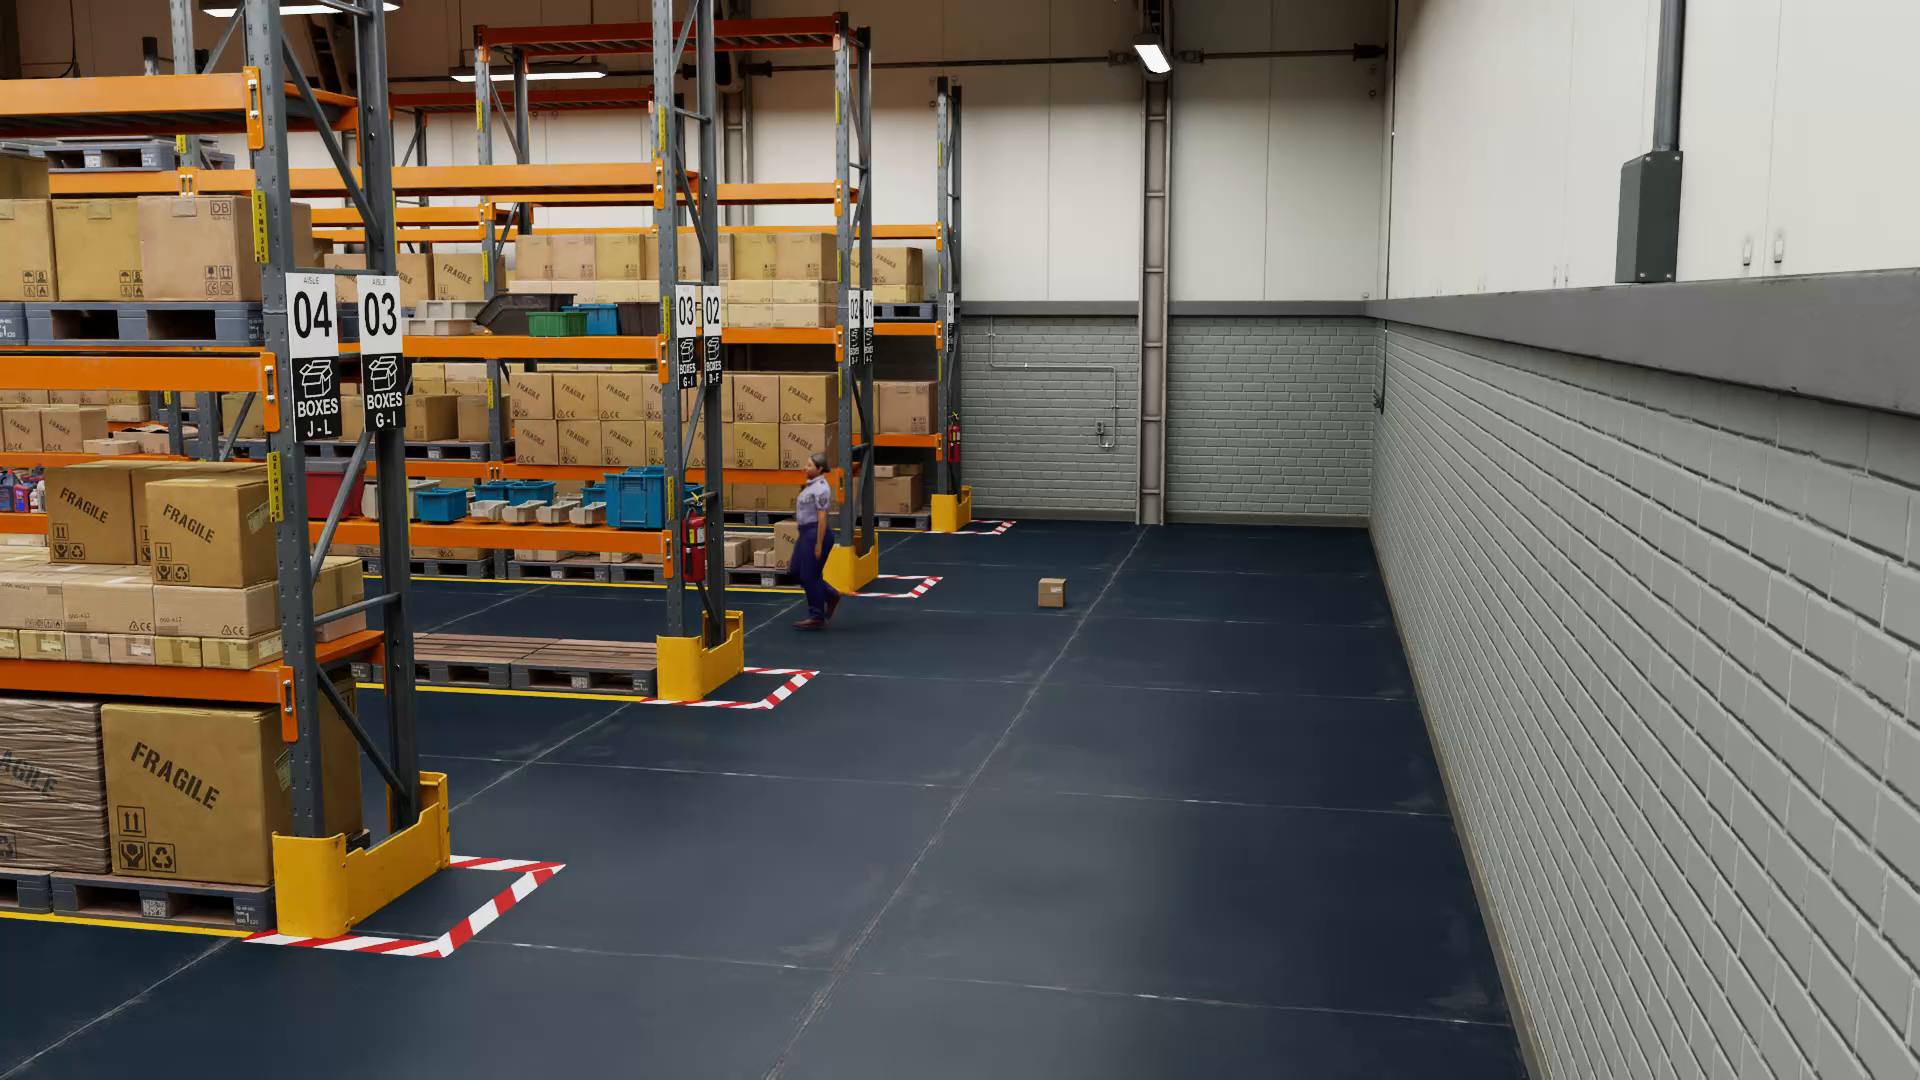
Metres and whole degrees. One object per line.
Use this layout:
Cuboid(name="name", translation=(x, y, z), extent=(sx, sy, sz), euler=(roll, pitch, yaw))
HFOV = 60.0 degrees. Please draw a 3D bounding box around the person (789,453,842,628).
Cuboid(name="person", translation=(-1.346, -0.003, 15.698), extent=(0.496, 1.637, 0.508), euler=(-2, 8, -14))
